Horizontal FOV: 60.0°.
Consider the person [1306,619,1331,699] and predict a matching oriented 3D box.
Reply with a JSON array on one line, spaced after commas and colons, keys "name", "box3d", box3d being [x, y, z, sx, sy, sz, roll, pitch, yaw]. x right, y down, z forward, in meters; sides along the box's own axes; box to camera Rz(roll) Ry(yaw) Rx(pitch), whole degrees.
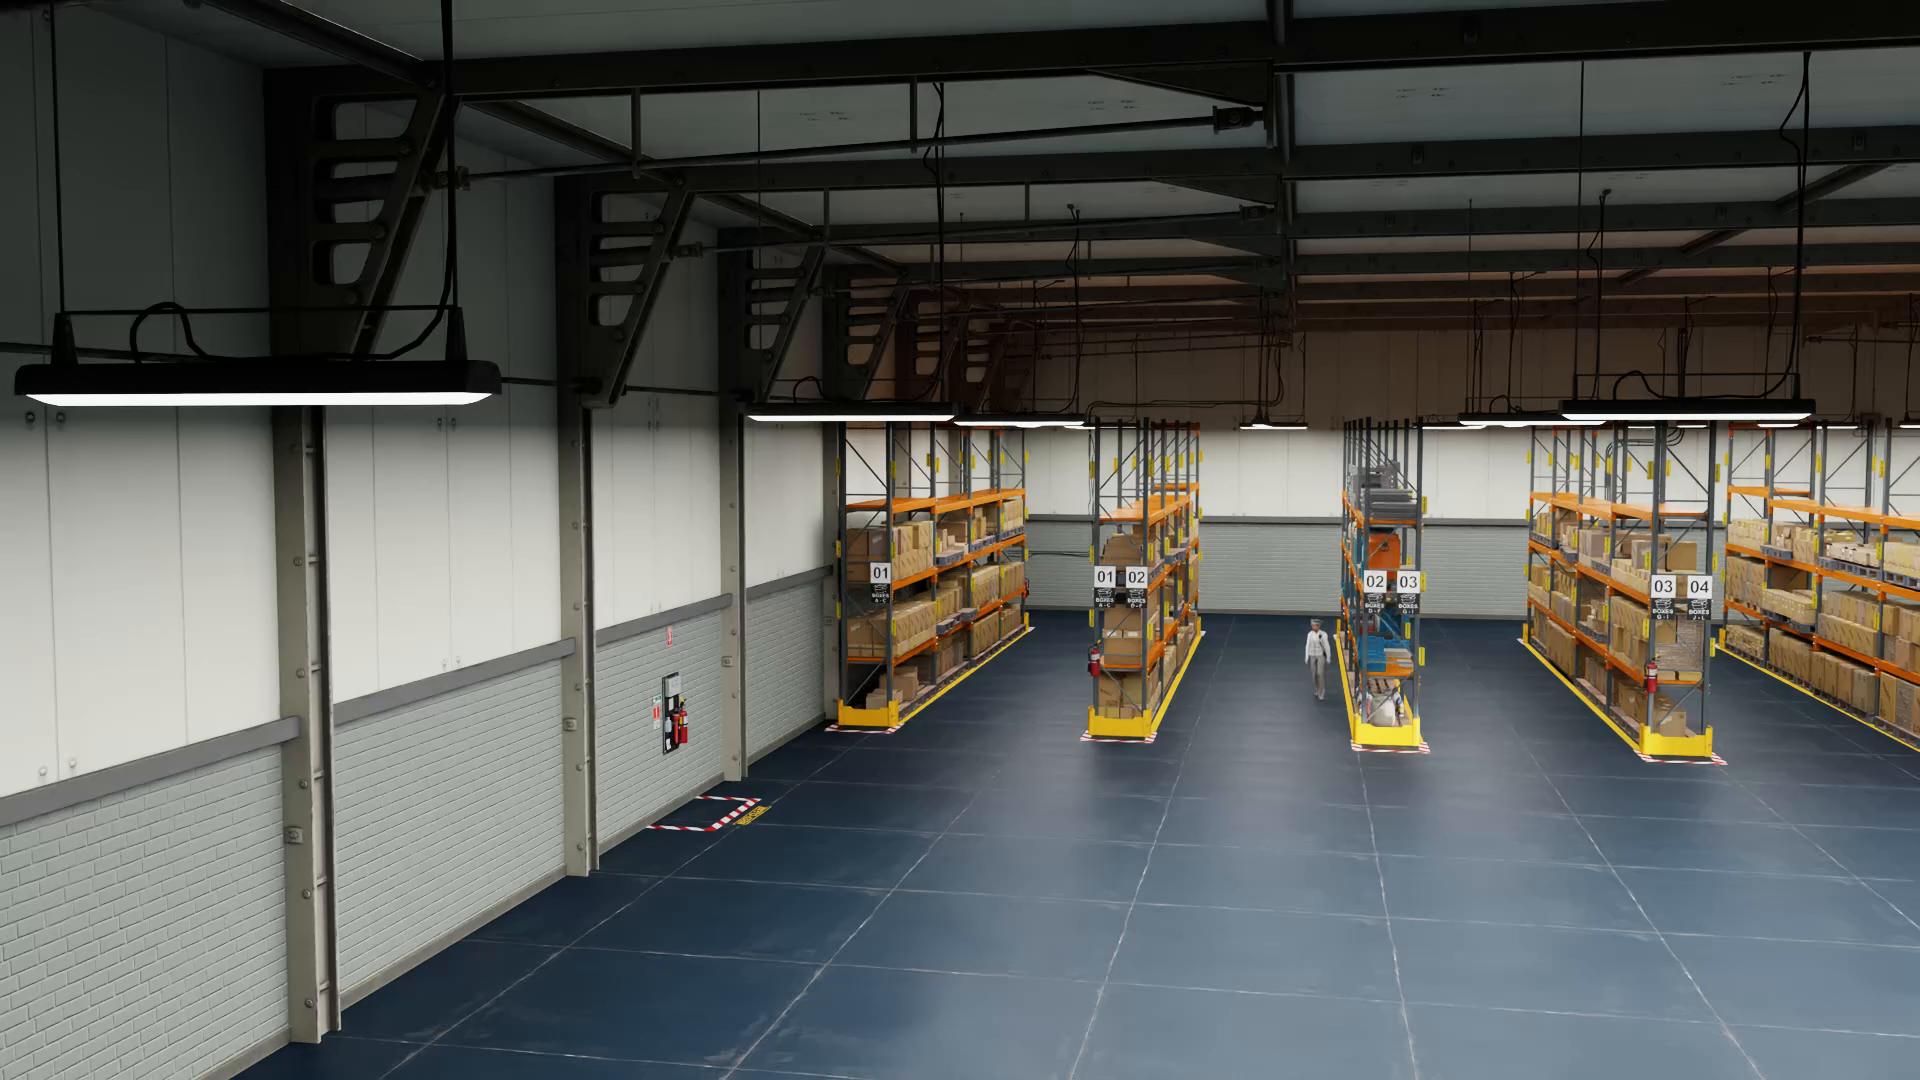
[{"name": "person", "box3d": [7.707, 2.558, 35.955, 0.590, 1.671, 0.622, 3, 5, 38]}]
